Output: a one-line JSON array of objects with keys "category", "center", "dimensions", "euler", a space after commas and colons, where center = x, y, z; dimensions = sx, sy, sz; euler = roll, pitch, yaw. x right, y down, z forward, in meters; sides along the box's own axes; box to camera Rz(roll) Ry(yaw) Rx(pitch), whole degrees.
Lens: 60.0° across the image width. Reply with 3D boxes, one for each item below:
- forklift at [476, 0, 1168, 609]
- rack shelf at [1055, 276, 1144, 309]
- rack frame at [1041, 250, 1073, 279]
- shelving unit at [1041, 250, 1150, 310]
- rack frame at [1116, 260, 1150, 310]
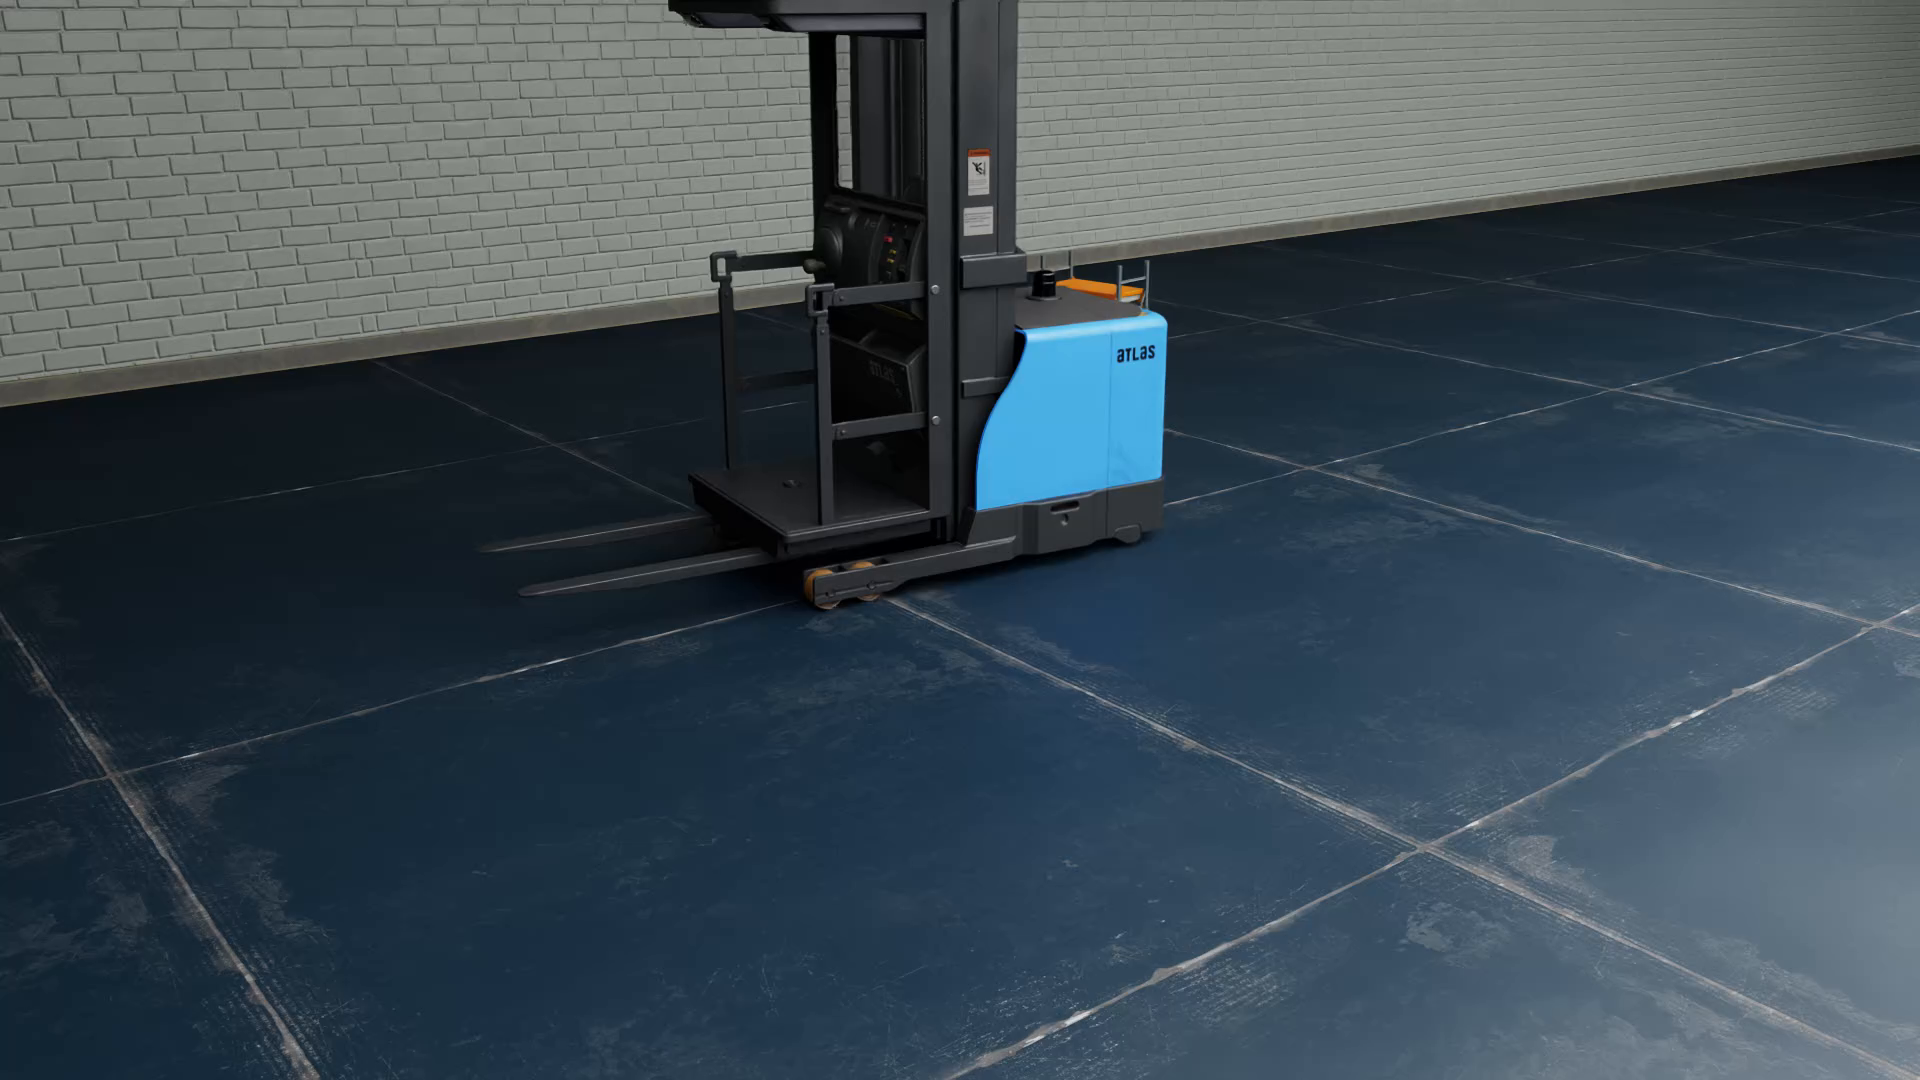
[{"category": "forklift", "center": [-0.575, -1.291, 7.097], "dimensions": [3.031, 2.935, 1.130], "euler": [-10, 21, -28]}, {"category": "rack shelf", "center": [0.672, -1.212, 8.363], "dimensions": [0.480, 0.148, 0.258], "euler": [17, 25, 41]}, {"category": "rack frame", "center": [0.495, -0.892, 8.646], "dimensions": [0.015, 1.200, 0.240], "euler": [17, 25, 41]}, {"category": "shelving unit", "center": [0.672, -0.839, 8.487], "dimensions": [0.503, 1.200, 0.258], "euler": [17, 25, 41]}, {"category": "rack frame", "center": [0.849, -0.786, 8.327], "dimensions": [0.015, 1.200, 0.240], "euler": [17, 25, 41]}]
